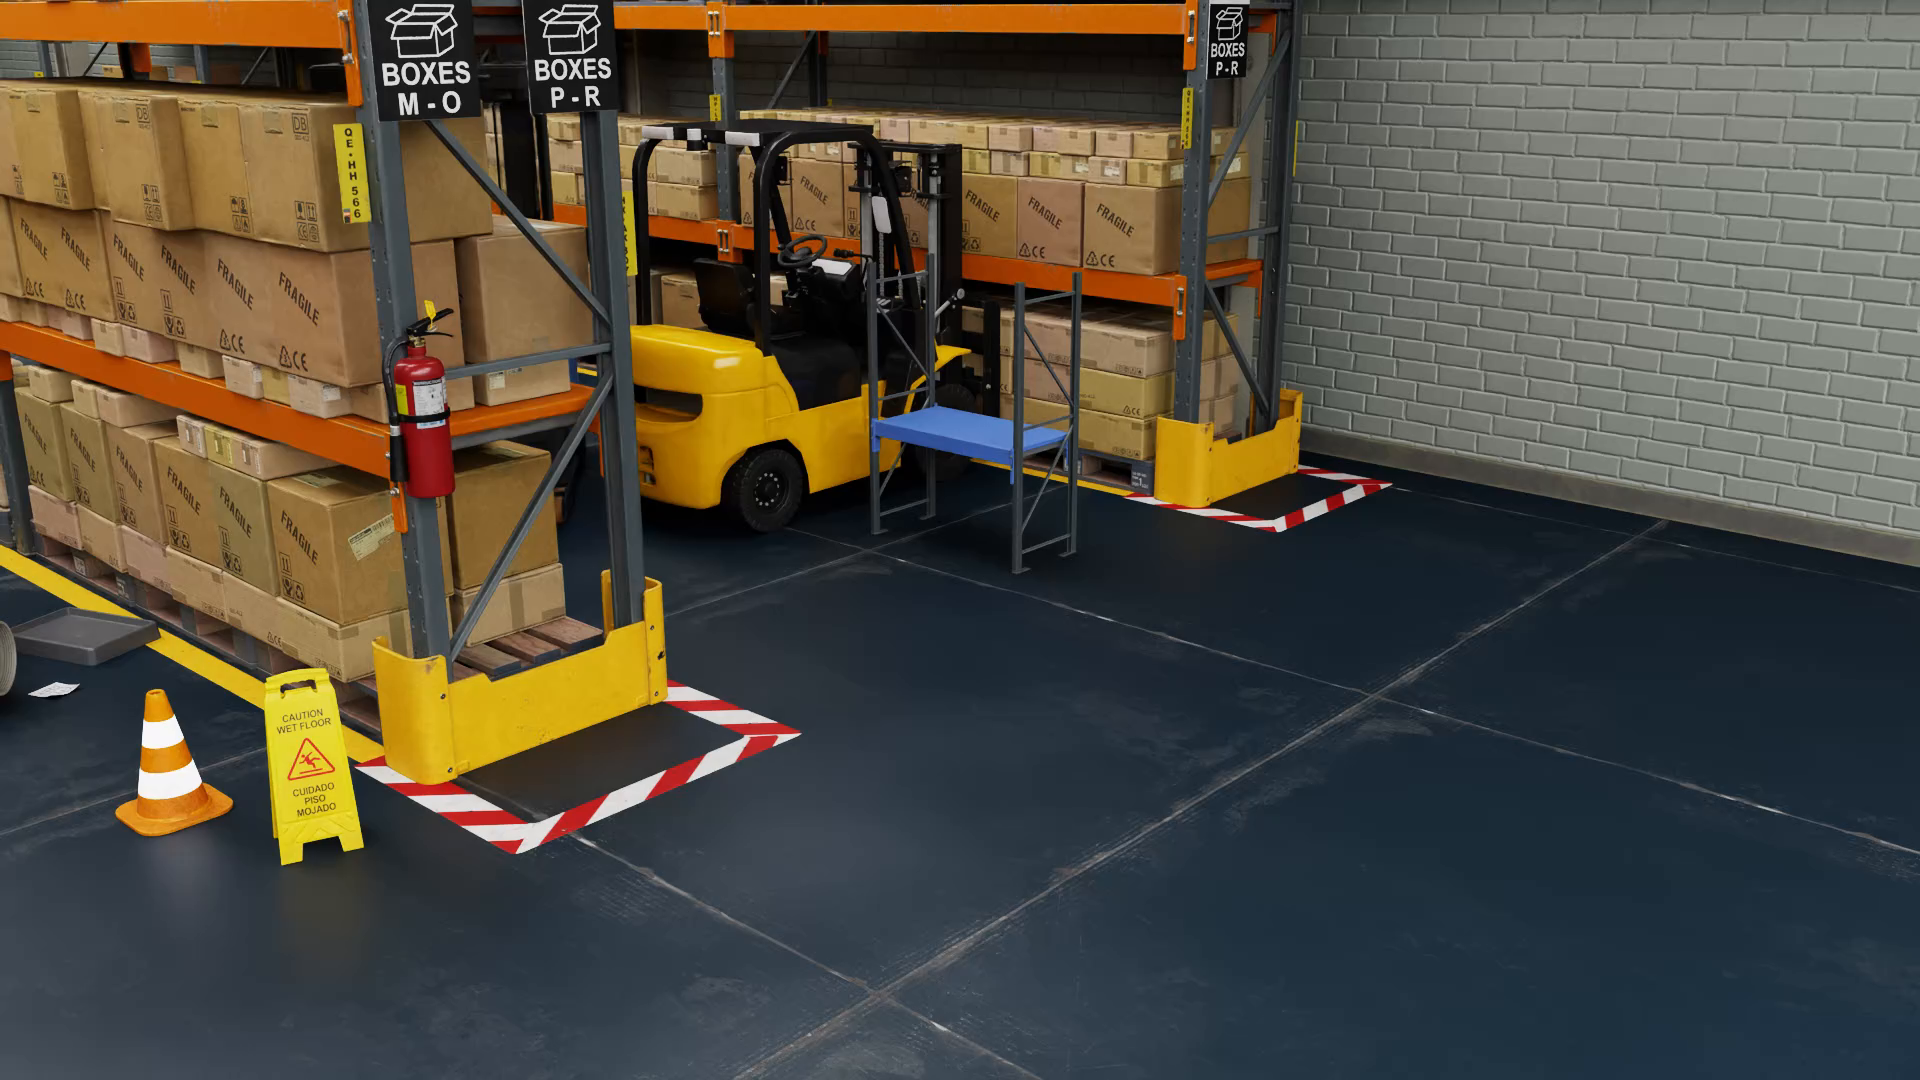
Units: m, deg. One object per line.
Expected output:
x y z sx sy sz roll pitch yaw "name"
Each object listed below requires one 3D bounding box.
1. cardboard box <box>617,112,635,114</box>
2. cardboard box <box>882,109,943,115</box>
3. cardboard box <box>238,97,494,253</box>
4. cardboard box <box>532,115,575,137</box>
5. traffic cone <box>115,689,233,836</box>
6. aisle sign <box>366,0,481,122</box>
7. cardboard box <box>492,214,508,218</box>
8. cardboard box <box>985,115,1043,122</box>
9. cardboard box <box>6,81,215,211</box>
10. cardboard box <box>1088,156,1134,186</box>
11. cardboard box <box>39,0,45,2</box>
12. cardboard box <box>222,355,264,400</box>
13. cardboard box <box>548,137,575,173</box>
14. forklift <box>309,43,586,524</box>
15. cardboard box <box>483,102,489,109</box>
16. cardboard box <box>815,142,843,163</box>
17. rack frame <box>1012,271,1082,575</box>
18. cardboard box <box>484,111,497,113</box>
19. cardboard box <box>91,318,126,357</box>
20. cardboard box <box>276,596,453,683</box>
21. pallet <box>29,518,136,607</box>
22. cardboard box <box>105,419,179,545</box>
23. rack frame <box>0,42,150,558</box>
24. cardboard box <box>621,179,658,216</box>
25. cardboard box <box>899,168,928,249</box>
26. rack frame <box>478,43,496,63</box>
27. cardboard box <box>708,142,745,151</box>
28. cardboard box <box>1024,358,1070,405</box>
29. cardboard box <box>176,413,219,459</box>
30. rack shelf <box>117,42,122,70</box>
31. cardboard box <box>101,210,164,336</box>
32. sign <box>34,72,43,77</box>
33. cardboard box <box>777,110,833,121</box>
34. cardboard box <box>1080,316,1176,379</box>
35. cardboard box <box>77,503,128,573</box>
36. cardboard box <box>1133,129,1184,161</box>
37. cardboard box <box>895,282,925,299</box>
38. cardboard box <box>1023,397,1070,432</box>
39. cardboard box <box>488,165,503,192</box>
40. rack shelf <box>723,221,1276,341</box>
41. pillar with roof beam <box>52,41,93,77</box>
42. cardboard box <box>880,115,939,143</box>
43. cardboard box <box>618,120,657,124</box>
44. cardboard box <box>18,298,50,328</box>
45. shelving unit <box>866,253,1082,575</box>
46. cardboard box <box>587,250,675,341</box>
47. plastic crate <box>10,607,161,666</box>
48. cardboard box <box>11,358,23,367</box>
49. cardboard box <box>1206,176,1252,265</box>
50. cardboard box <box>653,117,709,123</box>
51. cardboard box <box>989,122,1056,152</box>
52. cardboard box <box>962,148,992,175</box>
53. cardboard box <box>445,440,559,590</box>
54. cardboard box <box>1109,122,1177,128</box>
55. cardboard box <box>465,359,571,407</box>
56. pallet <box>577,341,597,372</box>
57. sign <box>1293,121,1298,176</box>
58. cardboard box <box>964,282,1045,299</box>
-2.942 -3.495 13.929 0.250 0.149 0.380 15 23 38 "cardboard box"
-0.332 -2.940 11.687 0.250 0.149 0.380 14 23 38 "cardboard box"
-2.194 -1.375 6.176 0.500 0.500 0.700 14 23 38 "cardboard box"
-3.343 -3.355 13.488 0.250 0.149 0.380 16 23 40 "cardboard box"
-2.845 0.759 5.956 0.334 0.463 0.336 15 23 39 "traffic cone"
-1.813 -1.817 5.581 0.004 0.787 0.394 15 23 39 "aisle sign"
-2.227 -1.107 6.982 0.500 0.500 0.500 16 24 41 "cardboard box"
0.378 -2.711 10.966 0.250 0.149 0.380 15 23 40 "cardboard box"
-3.748 -1.773 7.430 0.500 0.500 0.700 14 23 38 "cardboard box"
0.969 -2.187 9.808 0.250 0.149 0.380 16 23 40 "cardboard box"
-3.817 -2.446 7.315 0.250 0.149 0.380 14 22 38 "cardboard box"
-2.742 -0.690 6.742 0.250 0.149 0.380 16 23 40 "cardboard box"
-3.037 -3.102 13.347 0.500 0.250 0.500 15 23 40 "cardboard box"
-2.806 -1.554 9.163 1.130 2.935 3.031 -2 18 -8 "forklift"
-4.640 -3.773 15.180 0.500 0.500 0.500 16 24 42 "cardboard box"
-0.759 -2.652 11.272 0.250 0.149 0.380 16 23 40 "cardboard box"
0.444 -0.596 8.509 0.032 1.500 0.500 15 23 39 "rack frame"
-4.115 -3.559 14.129 0.250 0.149 0.380 16 23 40 "cardboard box"
-3.685 -0.945 7.544 0.250 0.149 0.380 15 23 40 "cardboard box"
-2.468 0.348 6.907 0.500 0.250 0.500 15 23 39 "cardboard box"
-4.133 -0.003 8.773 1.213 0.211 1.003 15 23 39 "pallet"
-3.602 -0.317 7.764 0.500 0.500 0.500 17 24 42 "cardboard box"
-4.659 -1.459 8.750 0.127 3.000 1.000 15 23 39 "rack frame"
-2.297 -2.653 12.761 0.500 0.250 0.500 15 23 39 "cardboard box"
-0.066 -2.174 10.839 0.500 0.500 0.500 15 23 40 "cardboard box"
-4.358 -3.386 14.822 0.127 3.000 1.000 15 23 39 "rack frame"
-1.770 -2.958 12.236 0.250 0.149 0.380 16 24 41 "cardboard box"
0.686 -1.038 10.448 0.500 0.250 0.500 15 23 39 "cardboard box"
-3.140 -0.477 7.195 0.250 0.149 0.380 16 24 42 "cardboard box"
-6.154 -2.947 9.671 4.000 0.370 1.077 15 23 39 "rack shelf"
-3.366 -1.201 7.280 0.500 0.500 0.500 15 23 40 "cardboard box"
-10.702 -5.282 19.366 0.005 0.325 0.100 15 23 39 "sign"
-1.058 -2.922 11.631 0.250 0.149 0.380 15 23 40 "cardboard box"
1.074 -1.168 10.031 0.500 0.250 0.500 16 24 41 "cardboard box"
-3.990 -0.064 8.207 0.500 0.250 0.500 17 24 42 "cardboard box"
1.217 -2.303 9.679 0.250 0.149 0.380 15 23 39 "cardboard box"
-0.458 -1.579 11.325 0.500 0.250 0.500 16 24 41 "cardboard box"
0.698 -0.794 10.507 0.500 0.250 0.500 15 23 39 "cardboard box"
-3.816 -3.068 14.068 0.500 0.250 0.500 14 23 38 "cardboard box"
0.129 -1.838 11.135 4.000 0.370 1.077 15 23 39 "rack shelf"
-14.618 -7.623 18.255 0.400 9.000 9.100 15 23 39 "pillar with roof beam"
-0.309 -2.710 10.961 0.250 0.149 0.380 15 23 39 "cardboard box"
-2.562 -3.156 12.861 0.250 0.149 0.380 14 23 38 "cardboard box"
-4.413 -1.165 8.238 0.250 0.149 0.380 16 24 41 "cardboard box"
0.064 -0.698 8.831 1.048 1.500 0.538 15 23 39 "shelving unit"
-2.903 -2.061 13.880 0.625 0.625 0.875 14 22 37 "cardboard box"
-4.029 0.433 7.614 0.583 0.080 0.402 7 19 21 "plastic crate"
-6.677 -0.948 10.789 0.625 0.372 0.950 14 23 38 "cardboard box"
1.439 -1.990 10.257 0.500 0.500 0.500 16 24 41 "cardboard box"
-2.213 -3.277 13.242 0.250 0.149 0.380 15 23 39 "cardboard box"
0.393 -2.485 10.255 0.250 0.149 0.380 16 23 41 "cardboard box"
0.204 -2.395 10.461 0.250 0.149 0.380 15 23 40 "cardboard box"
-2.105 -0.132 7.181 0.500 0.500 0.500 14 22 37 "cardboard box"
1.135 -2.504 10.314 0.250 0.149 0.380 16 23 40 "cardboard box"
-1.784 -0.651 6.620 0.250 0.149 0.380 15 23 39 "cardboard box"
-2.860 -1.638 13.923 1.213 0.211 1.003 15 23 39 "pallet"
1.998 -2.354 10.010 0.005 0.325 0.100 15 23 39 "sign"
0.270 -1.592 11.368 0.500 0.250 0.500 14 23 38 "cardboard box"
